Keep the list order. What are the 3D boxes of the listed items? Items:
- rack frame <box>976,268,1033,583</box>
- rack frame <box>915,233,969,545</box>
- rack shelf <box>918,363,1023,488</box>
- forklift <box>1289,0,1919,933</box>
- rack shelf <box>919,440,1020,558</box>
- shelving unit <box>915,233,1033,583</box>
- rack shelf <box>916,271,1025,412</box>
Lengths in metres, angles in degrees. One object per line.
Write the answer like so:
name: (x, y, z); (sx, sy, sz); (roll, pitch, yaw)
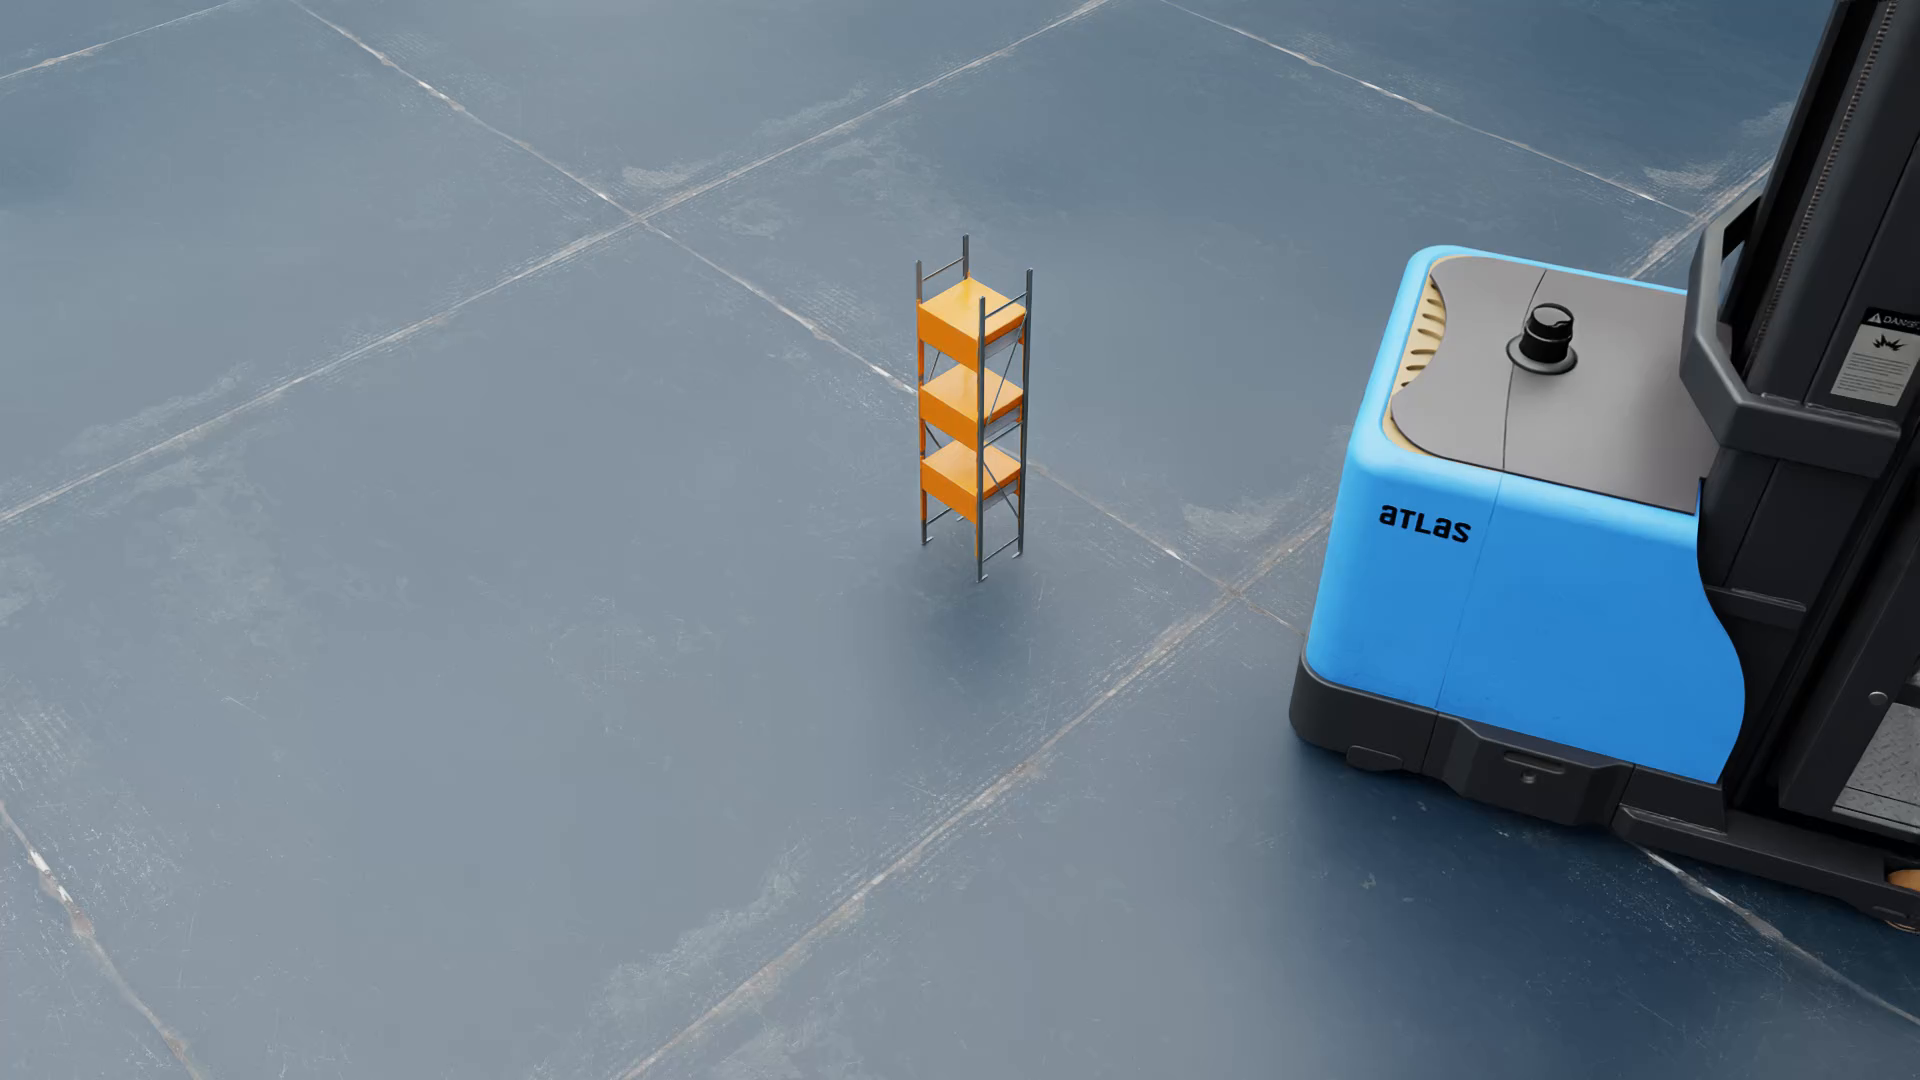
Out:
rack frame: (0.124, -0.301, 4.802); (0.200, 1.050, 0.008); (-34, 53, -31)
rack frame: (-0.048, -0.418, 4.929); (0.200, 1.050, 0.008); (-34, 53, -31)
rack shelf: (0.038, -0.352, 4.873); (0.215, 0.259, 0.240); (-34, 53, -31)
forklift: (2.483, -0.454, 3.582); (3.031, 2.935, 1.130); (14, 45, 15)
rack shelf: (0.038, -0.148, 5.062); (0.215, 0.259, 0.240); (-34, 53, -31)
shelving unit: (0.038, -0.360, 4.866); (0.215, 1.050, 0.252); (-34, 53, -31)
rack shelf: (0.038, -0.561, 4.680); (0.215, 0.259, 0.240); (-34, 53, -31)
